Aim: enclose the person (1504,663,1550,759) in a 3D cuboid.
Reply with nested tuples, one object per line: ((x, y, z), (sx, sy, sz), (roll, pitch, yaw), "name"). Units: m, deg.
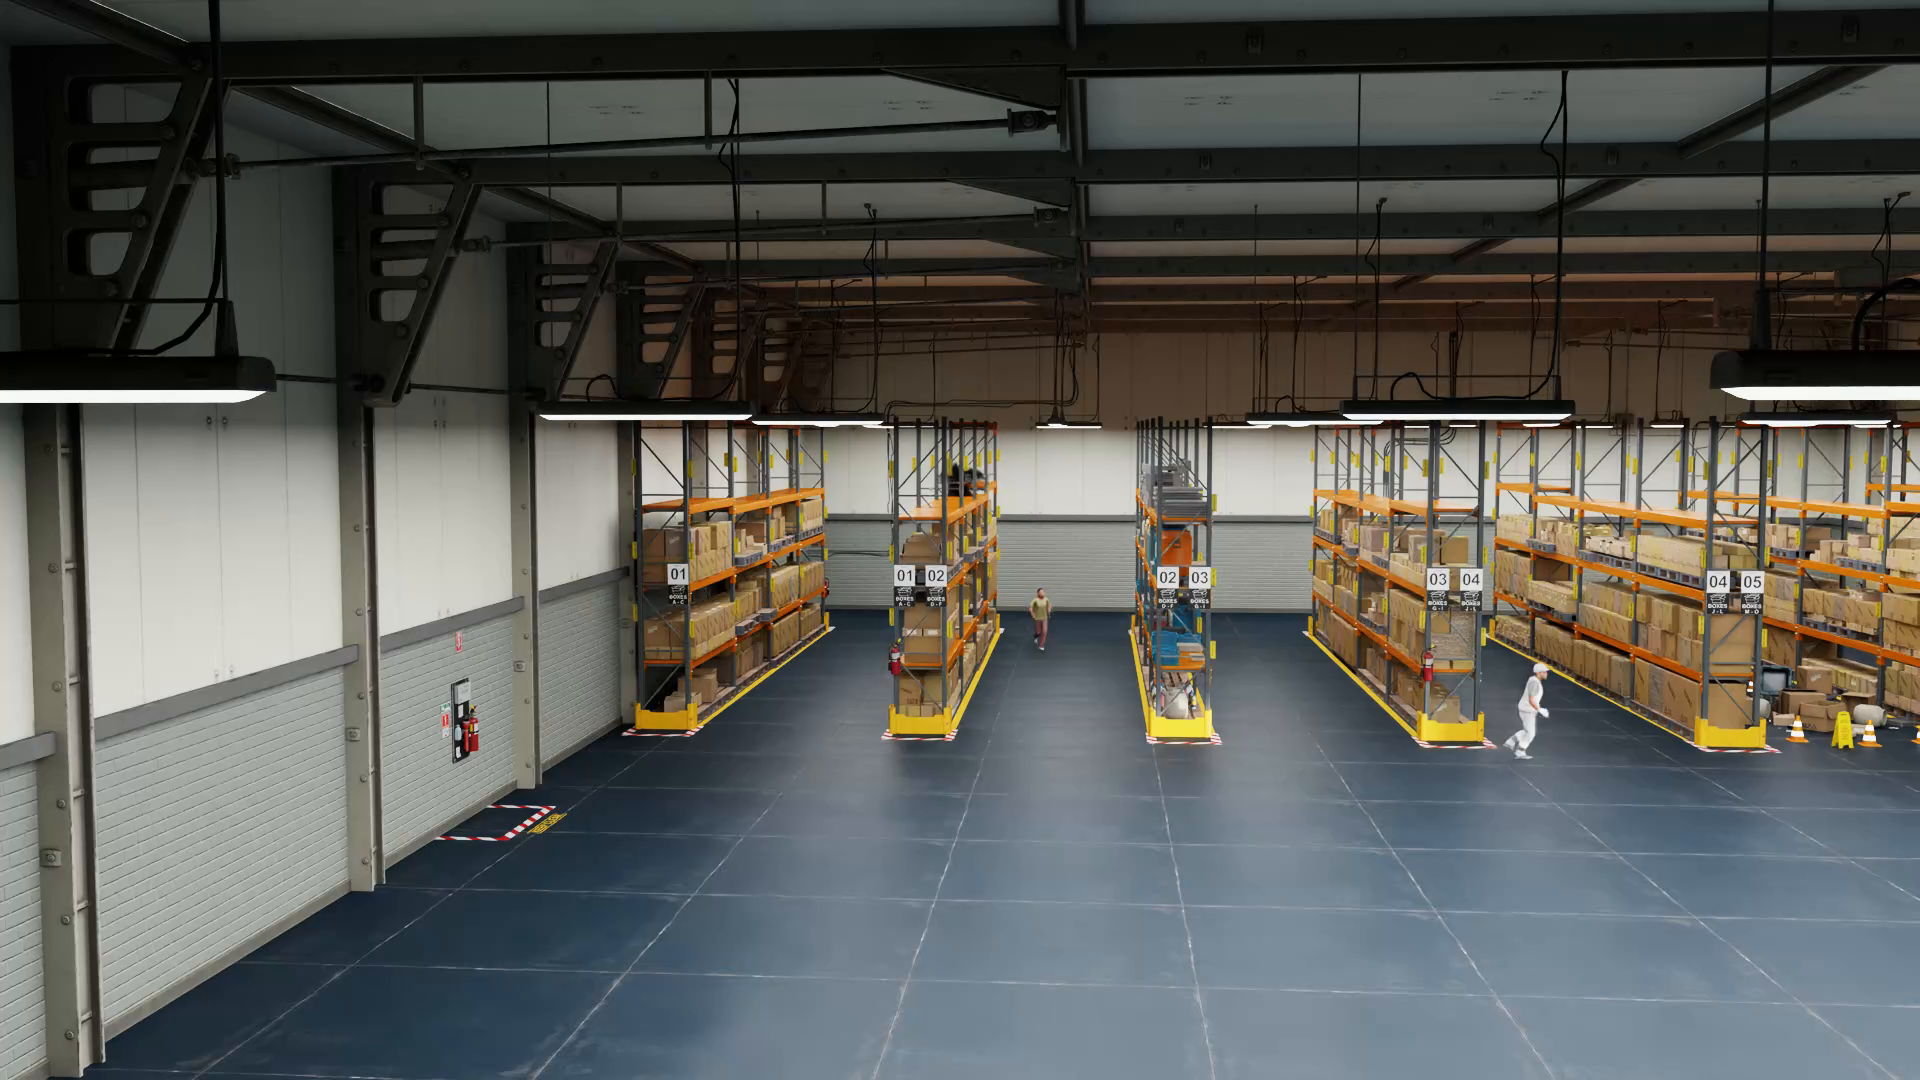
((9.867, 2.978, 28.959), (0.773, 1.711, 0.655), (2, 4, 26), "person")

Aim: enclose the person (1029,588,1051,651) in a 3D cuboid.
((2.115, 2.069, 43.693), (0.593, 1.623, 0.687), (-1, 4, -11), "person")
